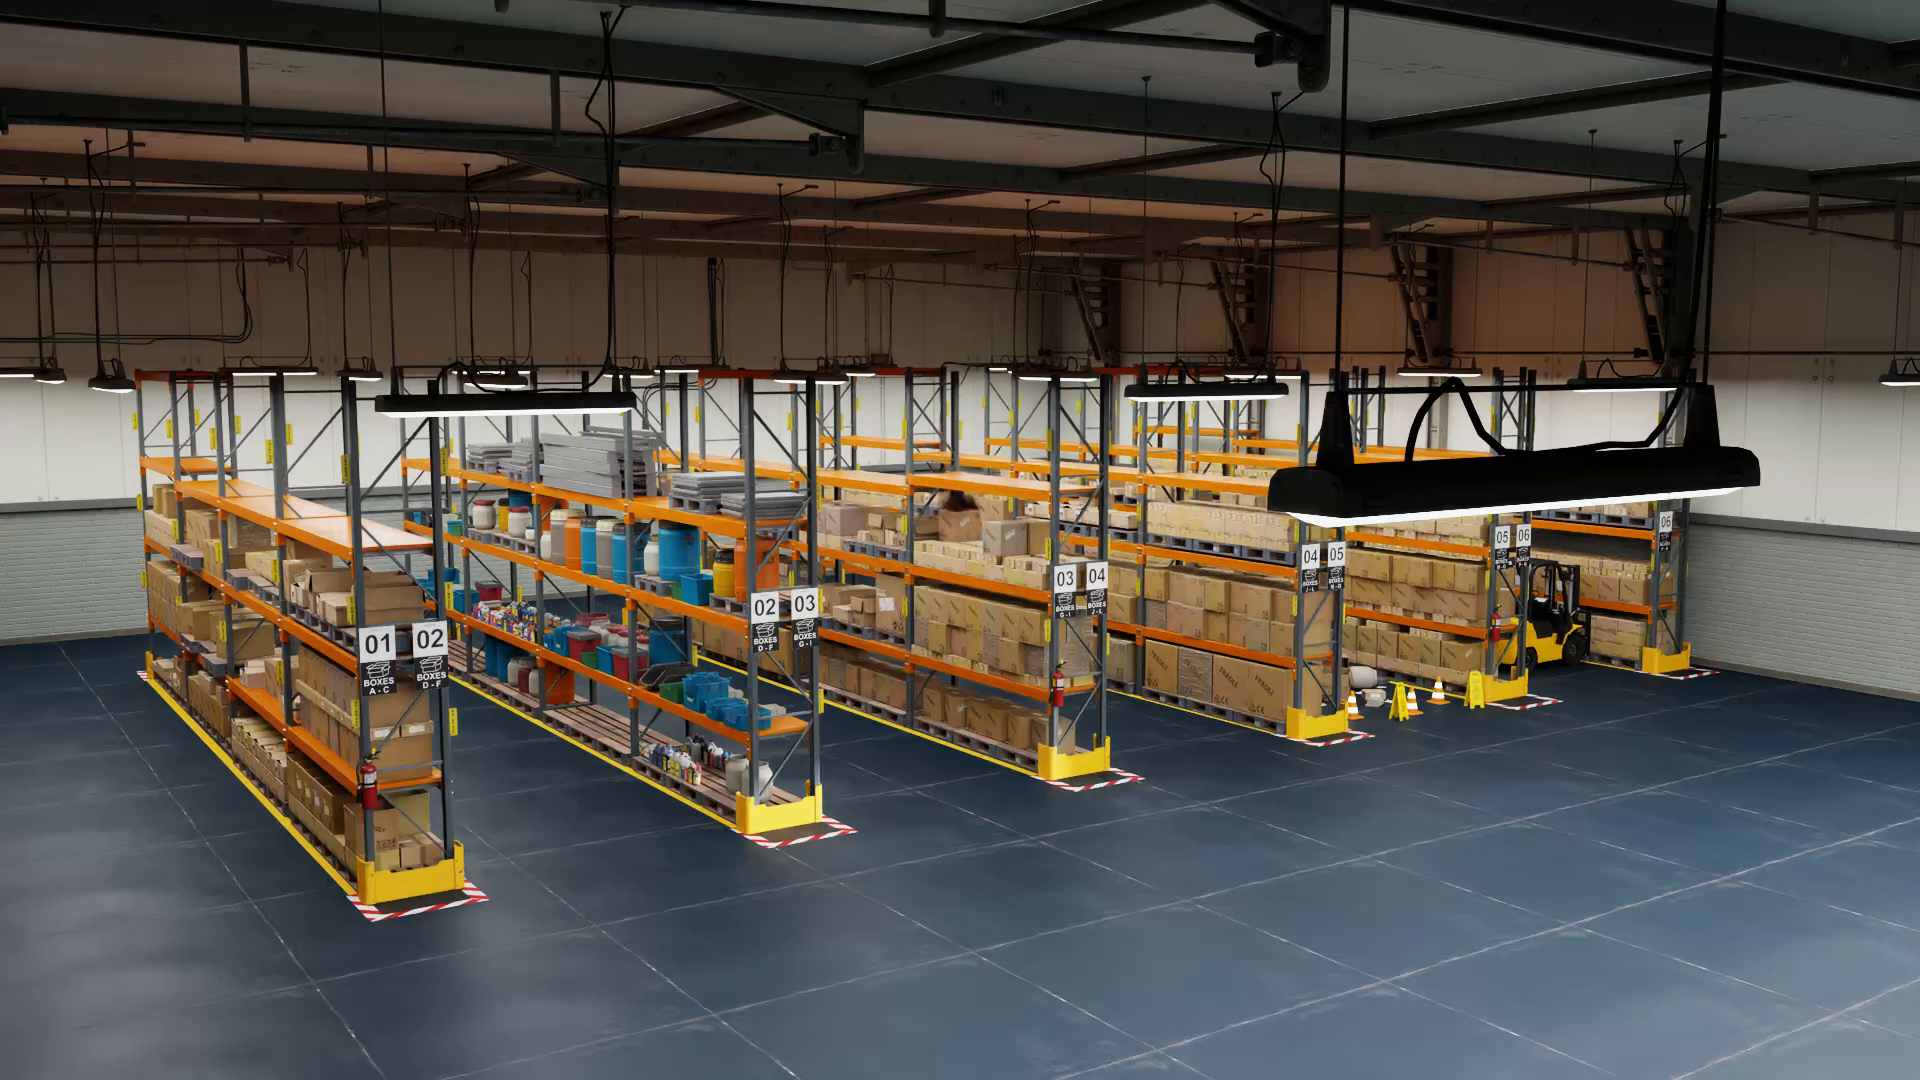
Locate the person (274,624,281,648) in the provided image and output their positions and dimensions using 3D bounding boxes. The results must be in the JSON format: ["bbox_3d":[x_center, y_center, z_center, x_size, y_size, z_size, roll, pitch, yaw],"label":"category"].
[{"bbox_3d":[-14.216,1.591,34.716,0.436,1.659,0.464,-3,7,-23],"label":"person"}]
